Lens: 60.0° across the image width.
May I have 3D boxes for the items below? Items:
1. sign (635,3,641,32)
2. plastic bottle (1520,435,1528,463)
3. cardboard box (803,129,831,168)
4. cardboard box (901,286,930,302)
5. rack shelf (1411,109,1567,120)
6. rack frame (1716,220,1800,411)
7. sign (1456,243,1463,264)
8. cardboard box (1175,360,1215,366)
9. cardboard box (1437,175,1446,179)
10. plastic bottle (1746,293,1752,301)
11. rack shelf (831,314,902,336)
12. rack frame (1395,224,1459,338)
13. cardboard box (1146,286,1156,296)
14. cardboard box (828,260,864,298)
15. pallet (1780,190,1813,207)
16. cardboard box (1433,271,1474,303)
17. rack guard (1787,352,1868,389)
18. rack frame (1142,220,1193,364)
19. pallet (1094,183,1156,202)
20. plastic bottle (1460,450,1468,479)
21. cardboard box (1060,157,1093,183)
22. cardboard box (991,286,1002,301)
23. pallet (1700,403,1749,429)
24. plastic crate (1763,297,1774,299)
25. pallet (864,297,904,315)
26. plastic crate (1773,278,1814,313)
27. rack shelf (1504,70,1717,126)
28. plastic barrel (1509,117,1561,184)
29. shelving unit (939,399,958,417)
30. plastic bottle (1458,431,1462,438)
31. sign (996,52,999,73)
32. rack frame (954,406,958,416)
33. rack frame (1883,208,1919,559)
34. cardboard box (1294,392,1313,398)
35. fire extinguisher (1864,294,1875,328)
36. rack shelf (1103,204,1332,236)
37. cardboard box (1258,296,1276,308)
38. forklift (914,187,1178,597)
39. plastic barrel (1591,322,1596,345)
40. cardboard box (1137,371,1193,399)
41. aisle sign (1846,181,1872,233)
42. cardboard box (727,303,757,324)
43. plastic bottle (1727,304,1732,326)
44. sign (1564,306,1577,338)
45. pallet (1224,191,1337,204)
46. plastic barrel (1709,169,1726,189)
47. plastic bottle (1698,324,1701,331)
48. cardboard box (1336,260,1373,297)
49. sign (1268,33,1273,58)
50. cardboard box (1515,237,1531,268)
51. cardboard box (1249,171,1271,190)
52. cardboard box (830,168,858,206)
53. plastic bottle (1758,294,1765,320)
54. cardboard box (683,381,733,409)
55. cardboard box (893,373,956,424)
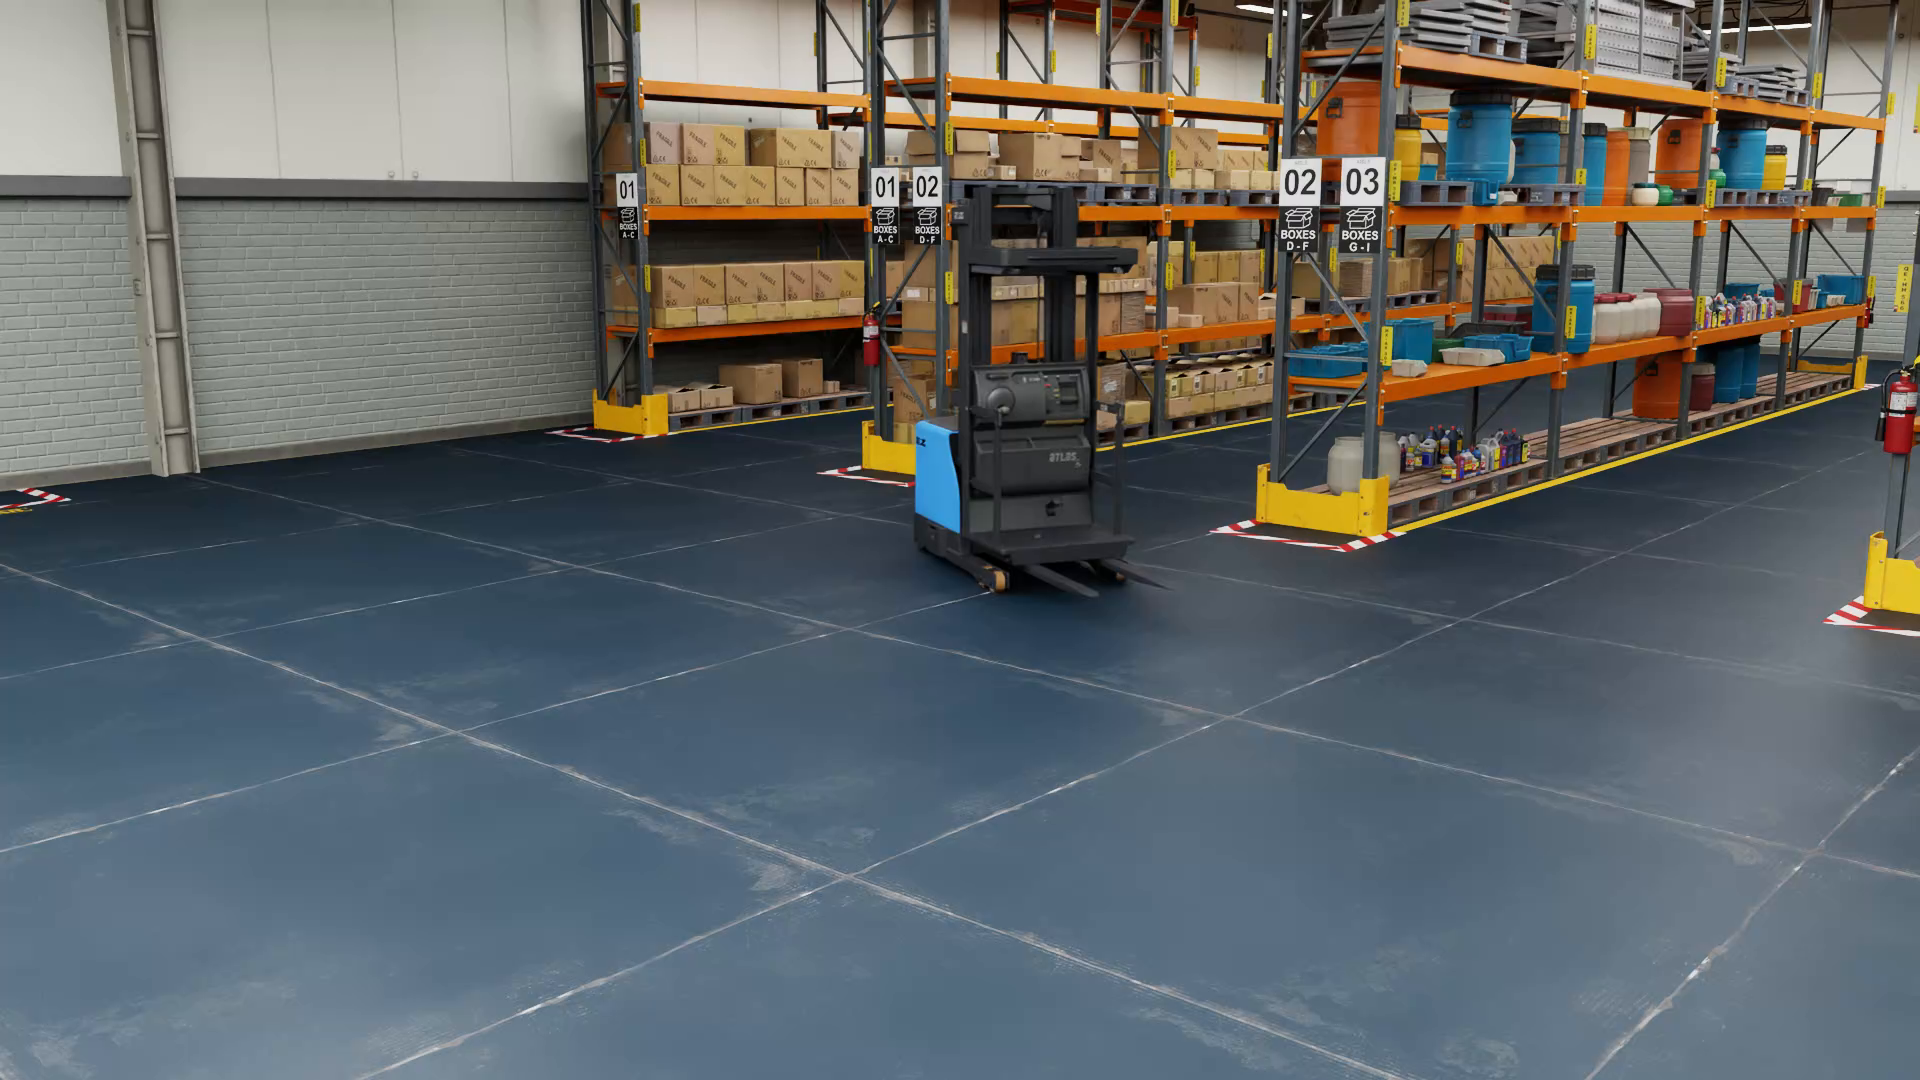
[{"bbox_3d":[-3.839,-6.226,19.819,0.100,0.325,0.005,10,15,40],"label":"sign"},{"bbox_3d":[5.766,-0.935,17.045,0.061,0.283,0.133,11,16,43],"label":"plastic bottle"},{"bbox_3d":[-2.089,-5.274,22.442,0.500,0.500,0.500,11,16,43],"label":"cardboard box"},{"bbox_3d":[-0.414,-2.665,17.984,0.380,0.149,0.250,9,15,39],"label":"cardboard box"},{"bbox_3d":[8.718,-6.864,27.449,1.077,0.370,4.000,10,15,40],"label":"rack shelf"},{"bbox_3d":[11.116,-3.342,23.283,1.000,3.000,0.127,10,15,40],"label":"rack frame"},{"bbox_3d":[7.817,-4.479,26.022,0.100,0.325,0.005,10,15,40],"label":"sign"},{"bbox_3d":[3.173,-2.259,22.378,0.500,0.311,0.500,10,15,40],"label":"cardboard box"},{"bbox_3d":[7.906,-5.665,26.362,0.500,0.250,0.500,10,15,40],"label":"cardboard box"},{"bbox_3d":[10.647,-3.159,22.492,0.144,0.351,0.185,10,15,40],"label":"plastic bottle"},{"bbox_3d":[-0.286,-3.387,25.347,1.077,0.370,4.000,10,15,40],"label":"rack shelf"},{"bbox_3d":[7.398,-3.983,26.492,1.000,3.000,0.127,10,15,40],"label":"rack frame"},{"bbox_3d":[3.180,-4.304,28.691,0.380,0.149,0.250,10,15,40],"label":"cardboard box"},{"bbox_3d":[-1.686,-3.640,23.194,0.500,0.500,0.500,10,15,40],"label":"cardboard box"},{"bbox_3d":[10.672,-4.592,22.367,1.213,0.211,1.003,10,15,40],"label":"pallet"},{"bbox_3d":[7.939,-4.071,26.682,0.500,0.500,0.500,10,15,42],"label":"cardboard box"},{"bbox_3d":[13.763,-2.710,26.501,1.175,0.500,0.348,10,15,40],"label":"rack guard"},{"bbox_3d":[3.674,-4.622,29.696,1.000,3.000,0.127,10,15,40],"label":"rack frame"},{"bbox_3d":[1.573,-4.104,19.669,1.003,0.211,1.213,10,15,40],"label":"pallet"},{"bbox_3d":[4.852,-0.731,16.054,0.097,0.271,0.097,0,11,0],"label":"plastic bottle"},{"bbox_3d":[1.230,-4.388,19.661,0.500,0.311,0.500,9,14,37],"label":"cardboard box"},{"bbox_3d":[0.235,-2.690,18.108,0.380,0.149,0.250,10,15,41],"label":"cardboard box"},{"bbox_3d":[9.770,-1.686,22.112,1.003,0.211,1.213,10,15,40],"label":"pallet"},{"bbox_3d":[12.040,-3.537,24.780,0.293,0.136,0.466,10,15,40],"label":"plastic crate"},{"bbox_3d":[-0.993,-3.445,24.291,1.003,0.211,1.213,10,15,40],"label":"pallet"},{"bbox_3d":[11.894,-3.501,23.766,0.402,0.464,0.583,10,15,40],"label":"plastic crate"},{"bbox_3d":[7.156,-4.852,18.386,1.077,0.370,4.000,10,15,40],"label":"rack shelf"},{"bbox_3d":[6.008,-3.984,17.562,0.600,0.901,0.708,10,15,40],"label":"plastic barrel"},{"bbox_3d":[-0.024,-0.595,14.128,0.258,1.200,0.189,10,15,42],"label":"shelving unit"},{"bbox_3d":[5.183,-0.993,17.338,0.061,0.283,0.133,10,15,40],"label":"plastic bottle"},{"bbox_3d":[0.615,-7.583,26.412,0.100,0.325,0.005,10,15,40],"label":"sign"},{"bbox_3d":[0.038,-0.608,14.194,0.240,1.200,0.006,10,15,42],"label":"rack frame"},{"bbox_3d":[6.915,-0.936,11.238,1.000,3.000,0.127,10,15,40],"label":"rack frame"},{"bbox_3d":[4.593,-2.143,23.229,0.500,0.250,0.500,10,15,42],"label":"cardboard box"},{"bbox_3d":[14.198,-3.673,26.091,0.296,0.674,0.183,10,15,40],"label":"fire extinguisher"},{"bbox_3d":[3.437,-4.218,21.849,1.077,0.370,4.000,10,15,40],"label":"rack shelf"},{"bbox_3d":[4.022,-3.244,23.021,0.500,0.311,0.500,10,15,40],"label":"cardboard box"},{"bbox_3d":[0.632,-1.139,12.432,1.130,2.935,3.031,-4,12,-21],"label":"forklift"},{"bbox_3d":[6.824,-2.272,18.279,0.301,0.262,0.301,0,11,0],"label":"plastic barrel"},{"bbox_3d":[2.577,-1.967,20.916,0.500,0.311,0.500,10,15,41],"label":"cardboard box"},{"bbox_3d":[14.024,-5.178,25.838,0.394,0.787,0.004,10,15,40],"label":"aisle sign"},{"bbox_3d":[-3.013,-2.976,21.787,0.500,0.250,0.500,9,15,39],"label":"cardboard box"},{"bbox_3d":[9.864,-2.895,21.377,0.097,0.271,0.097,0,11,0],"label":"plastic bottle"},{"bbox_3d":[6.241,-2.228,16.999,0.100,0.325,0.005,10,15,40],"label":"sign"},{"bbox_3d":[4.377,-4.661,22.713,1.213,0.211,1.003,11,16,43],"label":"pallet"},{"bbox_3d":[9.348,-4.480,20.649,0.294,0.245,0.294,0,11,0],"label":"plastic barrel"},{"bbox_3d":[9.101,-2.725,20.527,0.097,0.271,0.097,0,11,0],"label":"plastic bottle"},{"bbox_3d":[5.836,-3.866,24.582,0.500,0.500,0.700,-9,14,-37],"label":"cardboard box"},{"bbox_3d":[4.343,-6.902,23.203,0.100,0.325,0.005,10,15,40],"label":"sign"},{"bbox_3d":[9.280,-4.858,28.068,0.500,0.500,0.500,10,15,42],"label":"cardboard box"},{"bbox_3d":[3.782,-4.761,22.043,0.500,0.250,0.500,9,15,39],"label":"cardboard box"},{"bbox_3d":[-1.756,-4.869,22.964,0.500,0.500,0.500,10,15,42],"label":"cardboard box"},{"bbox_3d":[10.755,-3.140,22.399,0.144,0.351,0.185,10,15,40],"label":"plastic bottle"},{"bbox_3d":[-3.346,-1.928,21.948,0.500,0.311,0.500,-11,15,-43],"label":"cardboard box"},{"bbox_3d":[-0.393,-1.560,18.395,0.500,0.500,0.500,10,15,40],"label":"cardboard box"}]
